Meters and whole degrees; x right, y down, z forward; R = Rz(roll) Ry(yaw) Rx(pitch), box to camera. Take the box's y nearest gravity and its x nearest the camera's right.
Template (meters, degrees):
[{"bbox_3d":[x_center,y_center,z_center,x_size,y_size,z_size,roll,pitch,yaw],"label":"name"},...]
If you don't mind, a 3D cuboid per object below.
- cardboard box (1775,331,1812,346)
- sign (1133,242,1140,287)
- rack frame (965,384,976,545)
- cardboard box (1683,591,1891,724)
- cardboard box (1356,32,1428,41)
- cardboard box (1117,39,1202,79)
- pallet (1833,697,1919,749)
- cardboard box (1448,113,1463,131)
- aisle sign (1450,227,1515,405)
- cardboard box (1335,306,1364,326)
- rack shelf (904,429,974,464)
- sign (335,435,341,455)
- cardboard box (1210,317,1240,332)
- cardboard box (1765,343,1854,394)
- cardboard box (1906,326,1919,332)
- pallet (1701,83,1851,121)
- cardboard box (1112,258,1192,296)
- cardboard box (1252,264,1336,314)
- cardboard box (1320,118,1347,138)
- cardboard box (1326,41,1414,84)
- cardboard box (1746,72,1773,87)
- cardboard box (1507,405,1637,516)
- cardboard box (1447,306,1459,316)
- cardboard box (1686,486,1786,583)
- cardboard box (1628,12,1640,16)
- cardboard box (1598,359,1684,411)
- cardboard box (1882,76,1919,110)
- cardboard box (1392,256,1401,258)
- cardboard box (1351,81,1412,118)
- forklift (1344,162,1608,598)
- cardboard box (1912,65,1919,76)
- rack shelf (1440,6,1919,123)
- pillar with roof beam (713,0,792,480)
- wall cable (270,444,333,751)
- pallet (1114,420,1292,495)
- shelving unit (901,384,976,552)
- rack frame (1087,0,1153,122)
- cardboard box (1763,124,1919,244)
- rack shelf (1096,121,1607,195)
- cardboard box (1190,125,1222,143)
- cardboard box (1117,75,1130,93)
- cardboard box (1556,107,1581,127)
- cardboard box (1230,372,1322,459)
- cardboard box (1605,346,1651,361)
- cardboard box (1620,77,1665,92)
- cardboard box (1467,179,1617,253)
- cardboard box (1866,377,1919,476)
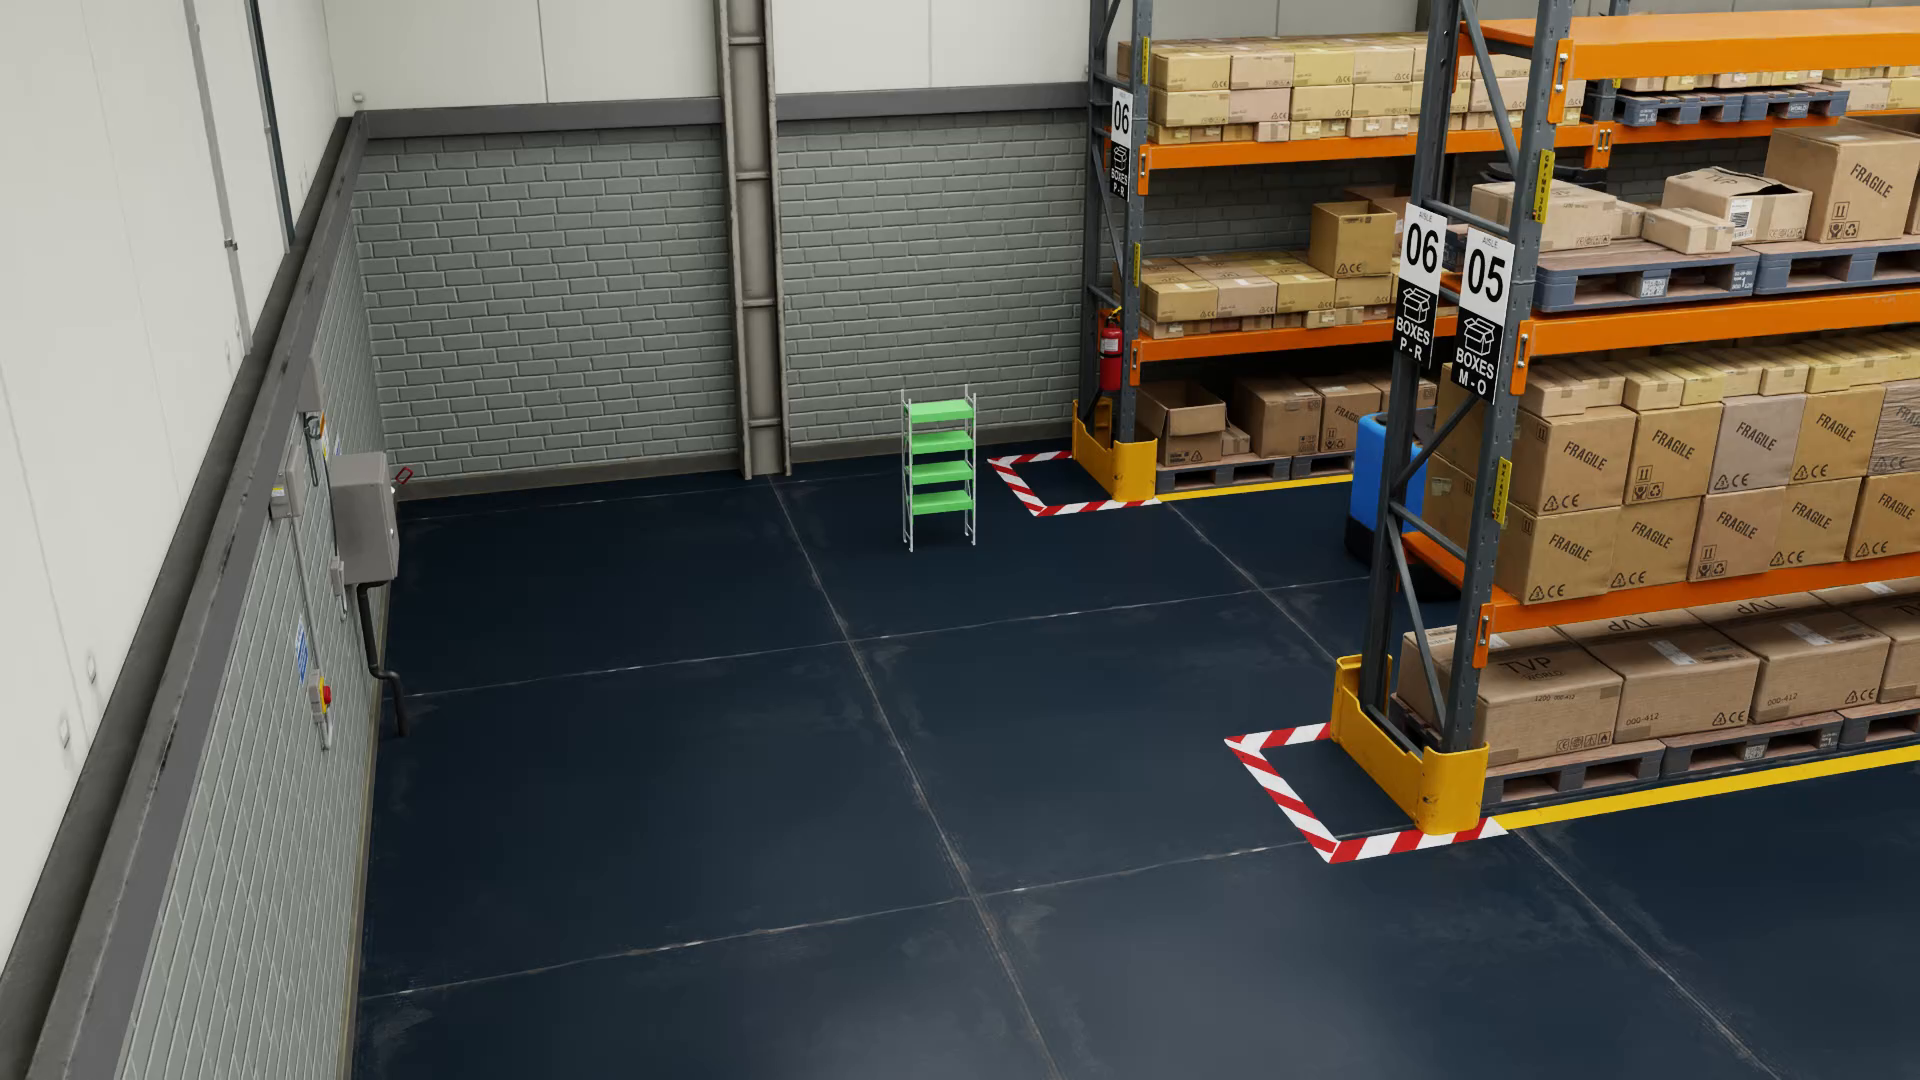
[{"bbox_3d":[4.547,-1.160,9.363,0.250,0.149,0.380,-6,24,-14],"label":"cardboard box"},{"bbox_3d":[1.344,-2.097,12.665,0.005,0.325,0.100,-6,24,-14],"label":"sign"},{"bbox_3d":[0.076,-0.560,12.463,0.015,1.200,0.240,-6,24,-14],"label":"rack frame"},{"bbox_3d":[4.898,0.659,10.057,0.875,0.438,0.875,-7,24,-16],"label":"cardboard box"},{"bbox_3d":[3.512,-3.947,13.450,0.500,0.250,0.500,-7,24,-15],"label":"cardboard box"},{"bbox_3d":[1.550,-3.734,12.954,0.500,0.250,0.500,-7,24,-16],"label":"cardboard box"},{"bbox_3d":[5.640,0.886,10.348,1.213,0.211,1.003,-6,24,-14],"label":"pallet"},{"bbox_3d":[3.782,-3.352,13.202,0.250,0.149,0.380,-5,24,-13],"label":"cardboard box"},{"bbox_3d":[2.551,-1.098,8.138,0.004,0.787,0.394,-6,24,-14],"label":"aisle sign"},{"bbox_3d":[3.090,-1.875,13.564,0.250,0.149,0.380,-6,24,-13],"label":"cardboard box"},{"bbox_3d":[-0.159,-0.696,12.333,0.480,0.148,0.258,-6,24,-14],"label":"rack shelf"},{"bbox_3d":[-3.641,-0.346,9.804,0.001,0.494,0.329,-6,24,-14],"label":"sign"},{"bbox_3d":[2.064,-1.806,13.404,0.250,0.149,0.380,-7,24,-15],"label":"cardboard box"},{"bbox_3d":[4.463,-0.906,8.771,0.250,0.149,0.380,-7,24,-16],"label":"cardboard box"},{"bbox_3d":[5.418,-1.053,9.114,0.250,0.149,0.380,-7,24,-15],"label":"cardboard box"},{"bbox_3d":[6.693,-3.778,14.114,1.003,0.211,1.213,-6,24,-14],"label":"pallet"},{"bbox_3d":[1.568,-2.123,13.636,0.500,0.250,0.500,-6,24,-13],"label":"cardboard box"},{"bbox_3d":[2.679,-2.028,13.415,0.500,0.250,0.500,-7,24,-15],"label":"cardboard box"},{"bbox_3d":[2.803,-3.240,12.943,0.250,0.149,0.380,-7,24,-15],"label":"cardboard box"},{"bbox_3d":[3.155,-3.697,12.867,0.500,0.250,0.500,-6,24,-13],"label":"cardboard box"},{"bbox_3d":[6.427,-3.824,13.642,0.250,0.149,0.380,-7,24,-15],"label":"cardboard box"},{"bbox_3d":[3.081,-0.469,8.575,0.500,0.500,0.500,-7,24,-16],"label":"cardboard box"},{"bbox_3d":[4.061,-1.995,13.845,0.250,0.149,0.380,-6,24,-13],"label":"cardboard box"},{"bbox_3d":[4.055,-0.121,9.031,0.500,0.500,0.500,-6,24,-15],"label":"cardboard box"},{"bbox_3d":[5.433,-4.060,13.290,0.258,0.266,0.396,-7,24,-15],"label":"cardboard box"},{"bbox_3d":[3.473,-0.796,8.514,0.250,0.149,0.380,-6,24,-13],"label":"cardboard box"},{"bbox_3d":[7.988,-3.866,14.272,0.500,0.250,0.500,-6,24,-14],"label":"cardboard box"},{"bbox_3d":[3.520,-2.338,14.139,0.500,0.250,0.500,-6,24,-13],"label":"cardboard box"},{"bbox_3d":[3.170,-3.470,12.973,0.500,0.250,0.500,-7,24,-15],"label":"cardboard box"},{"bbox_3d":[4.452,-1.265,11.912,3.031,2.935,1.130,-7,24,-16],"label":"forklift"},{"bbox_3d":[8.109,-4.082,14.271,0.250,0.149,0.380,-6,24,-13],"label":"cardboard box"},{"bbox_3d":[4.467,-2.477,8.459,4.000,0.370,1.077,-6,24,-14],"label":"rack shelf"},{"bbox_3d":[-0.479,-3.083,8.452,0.400,9.000,9.100,-6,24,-14],"label":"pillar with roof beam"},{"bbox_3d":[-2.881,0.107,7.298,0.123,1.953,0.585,-6,24,-14],"label":"wall cable"},{"bbox_3d":[2.038,-0.717,14.084,1.213,0.211,1.003,-6,24,-14],"label":"pallet"},{"bbox_3d":[-0.159,-0.534,12.402,0.503,1.200,0.258,-6,24,-14],"label":"shelving unit"},{"bbox_3d":[1.197,-4.662,12.133,0.127,3.000,1.000,-6,24,-14],"label":"rack frame"},{"bbox_3d":[4.523,-1.842,8.579,0.500,0.500,0.500,-6,24,-13],"label":"cardboard box"},{"bbox_3d":[3.123,-3.166,13.363,4.000,0.370,1.077,-6,24,-14],"label":"rack shelf"},{"bbox_3d":[1.812,-3.152,12.736,0.250,0.149,0.380,-6,24,-13],"label":"cardboard box"},{"bbox_3d":[1.552,-3.502,13.047,0.500,0.250,0.500,-7,24,-15],"label":"cardboard box"},{"bbox_3d":[4.782,-3.444,13.416,0.250,0.149,0.380,-6,24,-15],"label":"cardboard box"},{"bbox_3d":[2.645,-1.055,13.972,0.500,0.500,0.700,-5,24,-12],"label":"cardboard box"},{"bbox_3d":[3.550,-1.046,9.095,0.250,0.149,0.380,-6,24,-13],"label":"cardboard box"},{"bbox_3d":[5.444,-3.714,13.387,0.250,0.149,0.380,-6,24,-14],"label":"cardboard box"},{"bbox_3d":[2.951,-1.652,8.452,0.500,0.250,0.500,-9,25,-19],"label":"cardboard box"},{"bbox_3d":[5.035,-0.689,9.086,0.500,0.500,0.500,-6,24,-14],"label":"cardboard box"}]
